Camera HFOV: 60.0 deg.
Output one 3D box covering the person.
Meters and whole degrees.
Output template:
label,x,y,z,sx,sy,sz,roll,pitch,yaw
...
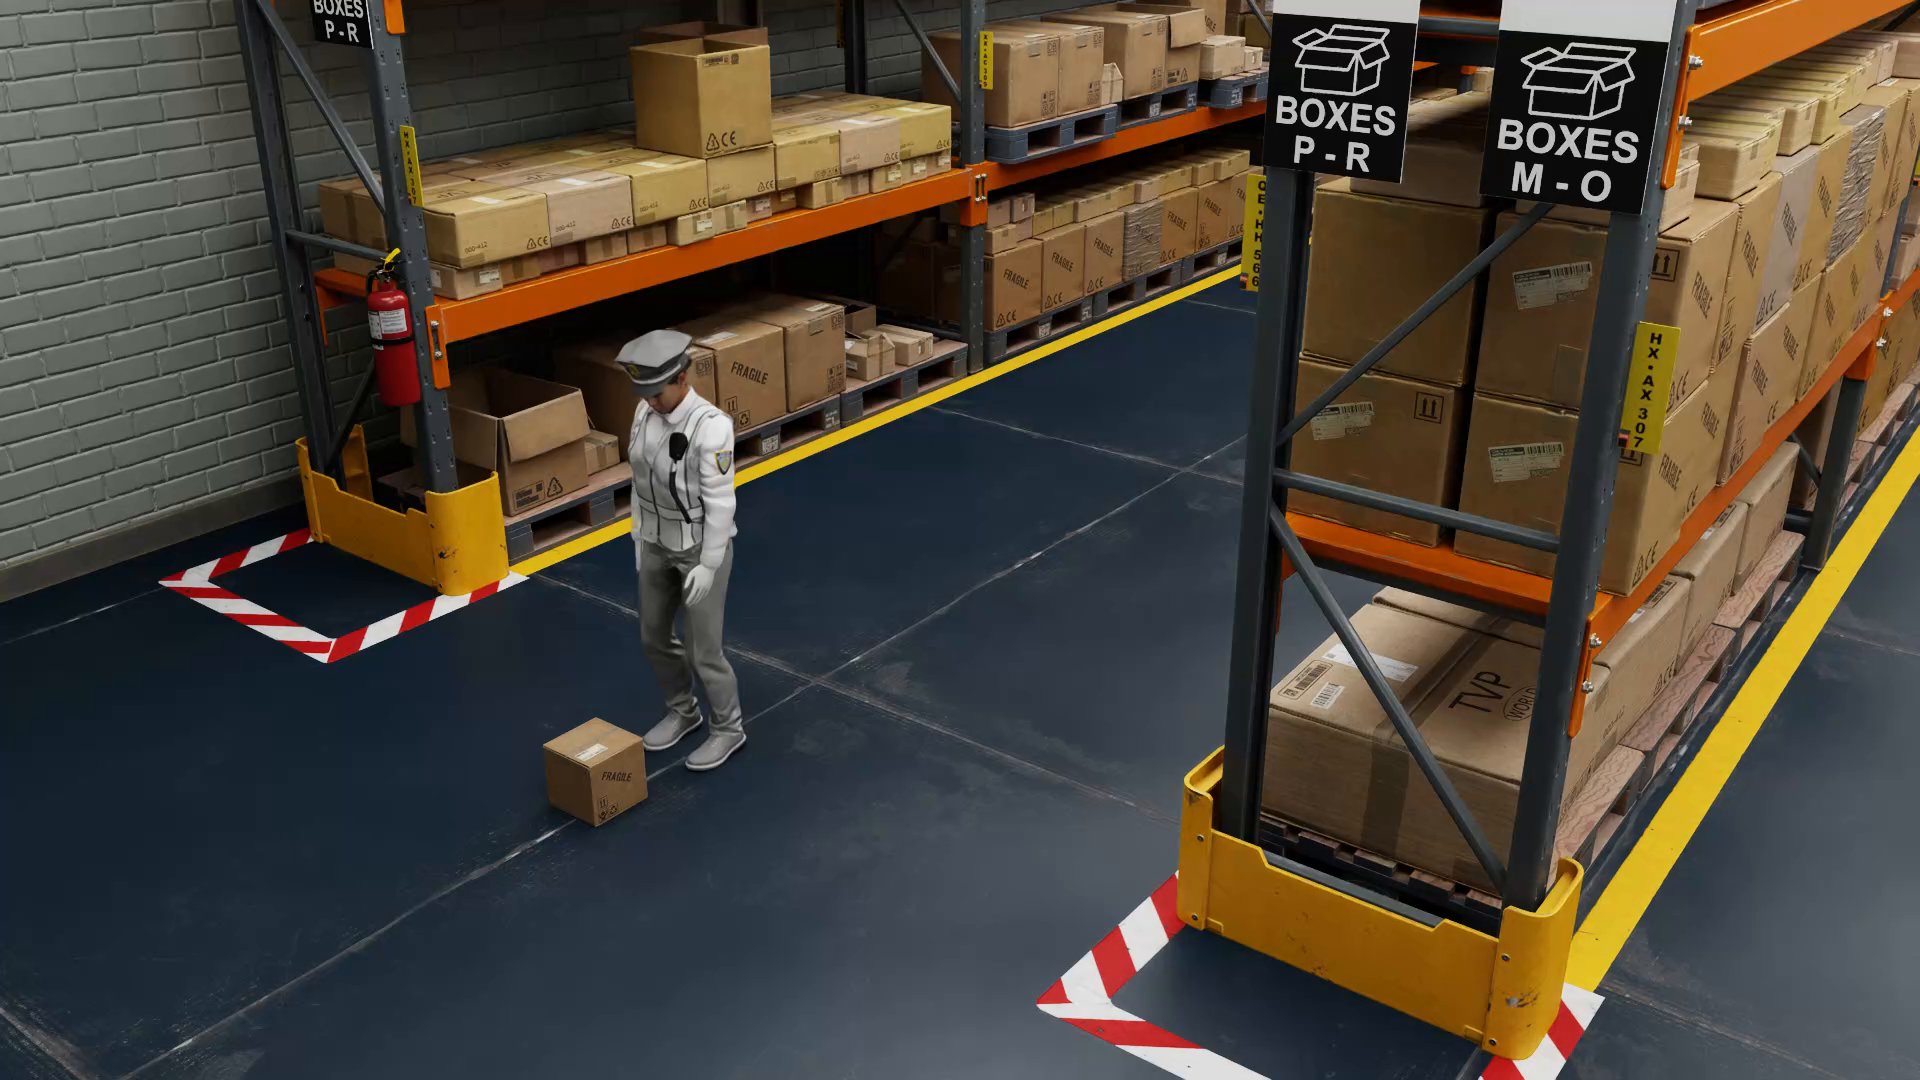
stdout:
label,x,y,z,sx,sy,sz,roll,pitch,yaw
person,-0.998,0.049,6.018,0.485,1.651,0.381,18,29,35
